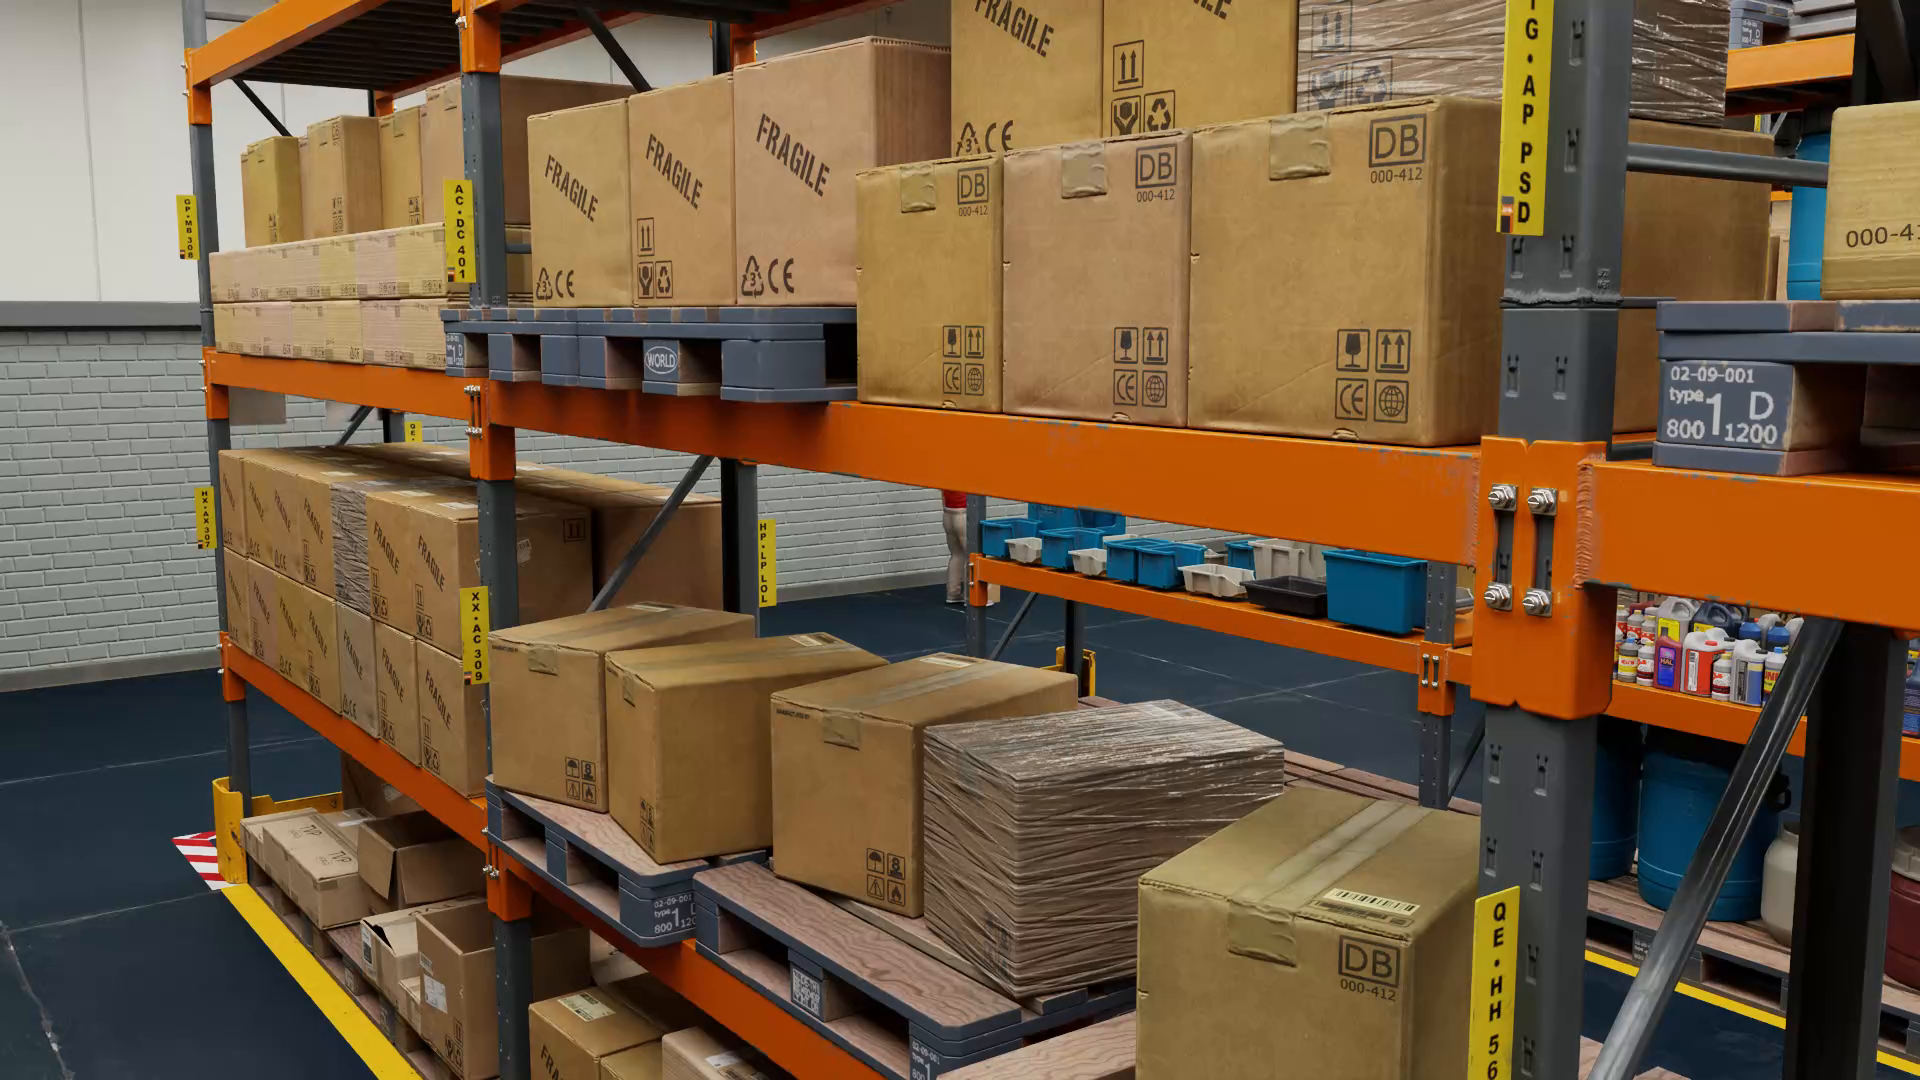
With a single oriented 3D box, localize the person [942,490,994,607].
[{"bbox_3d":[0.044,-0.187,17.230,0.386,1.726,0.594,-6,10,-37],"label":"person"}]
